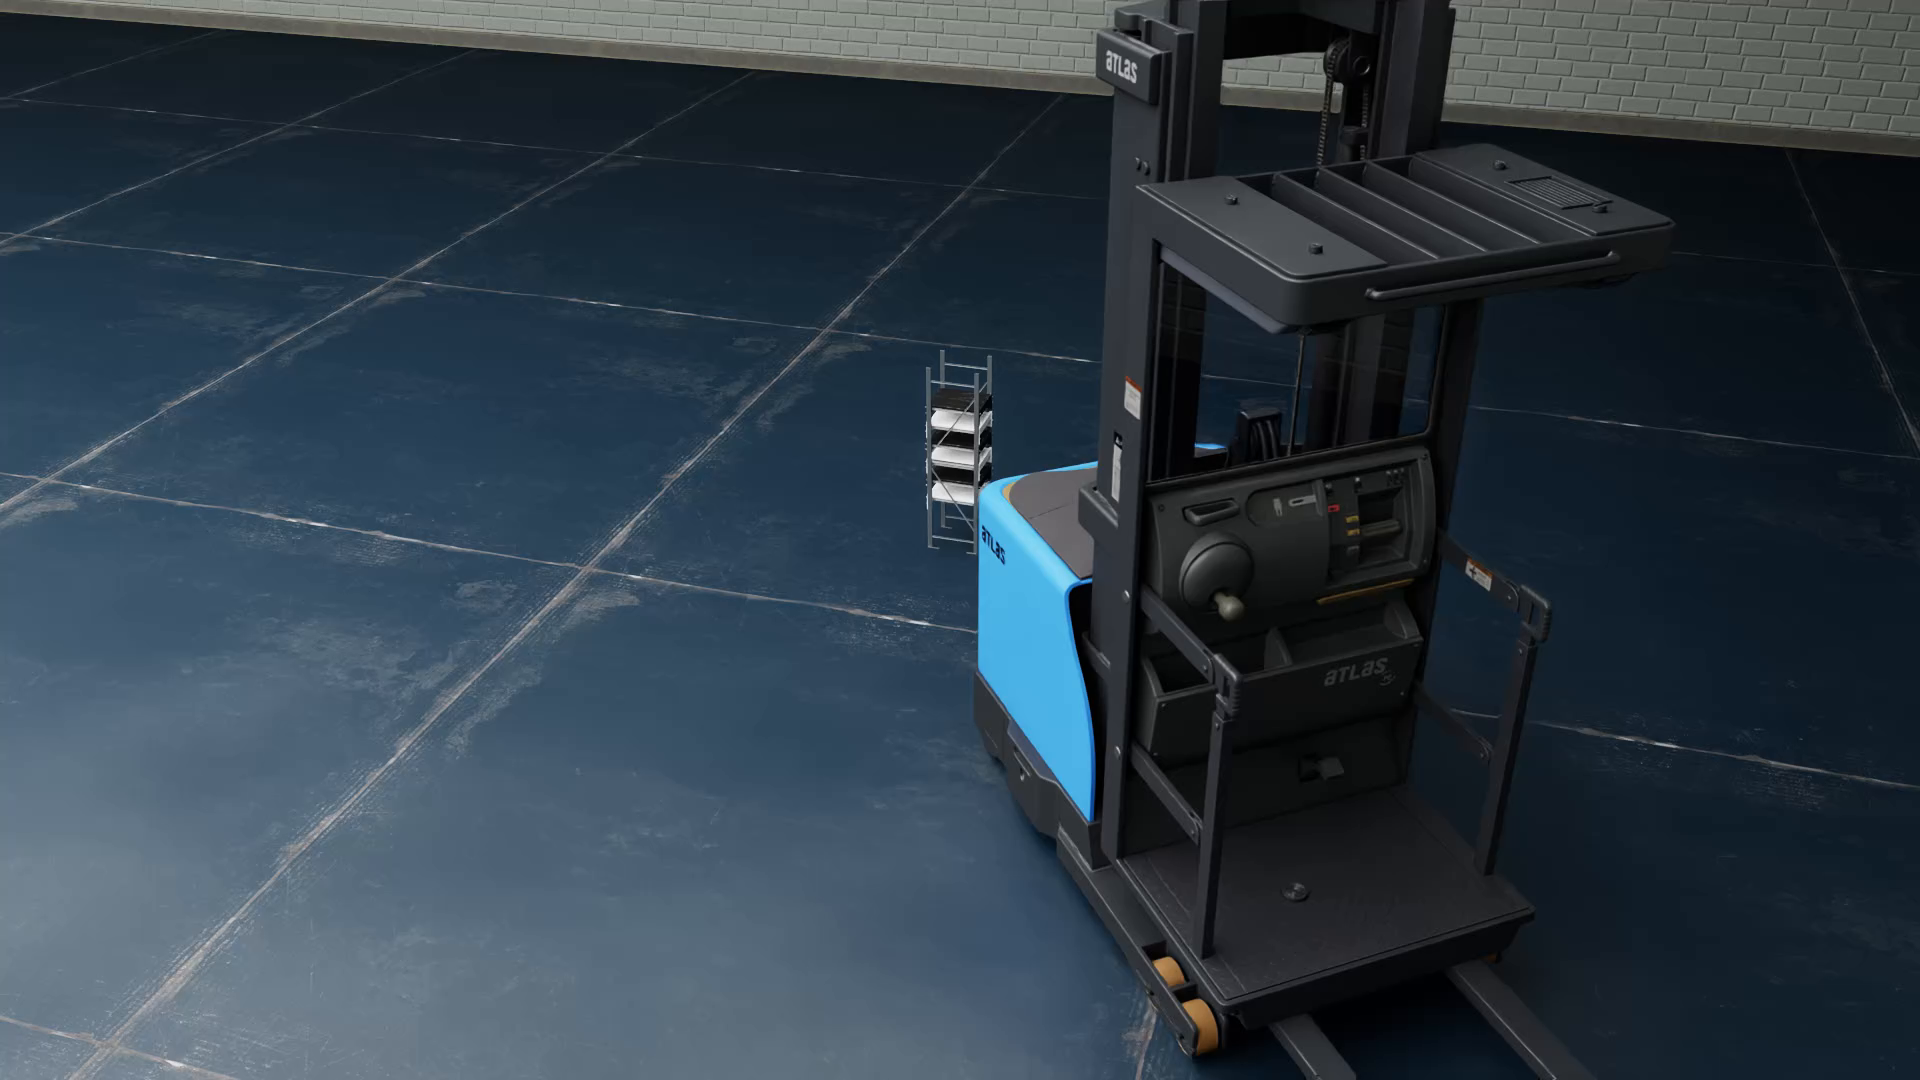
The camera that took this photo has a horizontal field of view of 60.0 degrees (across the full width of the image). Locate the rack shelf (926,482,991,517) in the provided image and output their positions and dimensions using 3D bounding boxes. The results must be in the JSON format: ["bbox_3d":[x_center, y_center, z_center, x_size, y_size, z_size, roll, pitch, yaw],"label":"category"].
[{"bbox_3d":[-0.002,-0.203,7.628,0.258,0.077,0.200,8,30,15],"label":"rack shelf"}]

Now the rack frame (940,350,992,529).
[{"bbox_3d":[0.027,-0.437,7.609,0.240,0.900,0.006,8,30,15],"label":"rack frame"}]

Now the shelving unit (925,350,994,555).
[{"bbox_3d":[-0.002,-0.389,7.524,0.258,0.900,0.210,8,30,15],"label":"shelving unit"}]

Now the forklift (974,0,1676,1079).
[{"bbox_3d":[1.065,0.029,4.683,1.130,2.935,3.031,-11,31,-19],"label":"forklift"}]

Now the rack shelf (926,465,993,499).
[{"bbox_3d":[-0.002,-0.282,7.584,0.258,0.077,0.200,8,30,15],"label":"rack shelf"}]

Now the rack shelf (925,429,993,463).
[{"bbox_3d":[-0.002,-0.439,7.497,0.258,0.077,0.200,8,30,15],"label":"rack shelf"}]

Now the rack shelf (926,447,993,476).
[{"bbox_3d":[-0.002,-0.360,7.541,0.258,0.077,0.200,8,30,15],"label":"rack shelf"}]

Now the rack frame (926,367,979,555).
[{"bbox_3d":[-0.032,-0.342,7.440,0.240,0.900,0.006,8,30,15],"label":"rack frame"}]

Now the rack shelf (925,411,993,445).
[{"bbox_3d":[-0.002,-0.518,7.453,0.258,0.077,0.200,8,30,15],"label":"rack shelf"}]

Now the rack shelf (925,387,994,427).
[{"bbox_3d":[-0.002,-0.596,7.409,0.258,0.077,0.200,8,30,15],"label":"rack shelf"}]
